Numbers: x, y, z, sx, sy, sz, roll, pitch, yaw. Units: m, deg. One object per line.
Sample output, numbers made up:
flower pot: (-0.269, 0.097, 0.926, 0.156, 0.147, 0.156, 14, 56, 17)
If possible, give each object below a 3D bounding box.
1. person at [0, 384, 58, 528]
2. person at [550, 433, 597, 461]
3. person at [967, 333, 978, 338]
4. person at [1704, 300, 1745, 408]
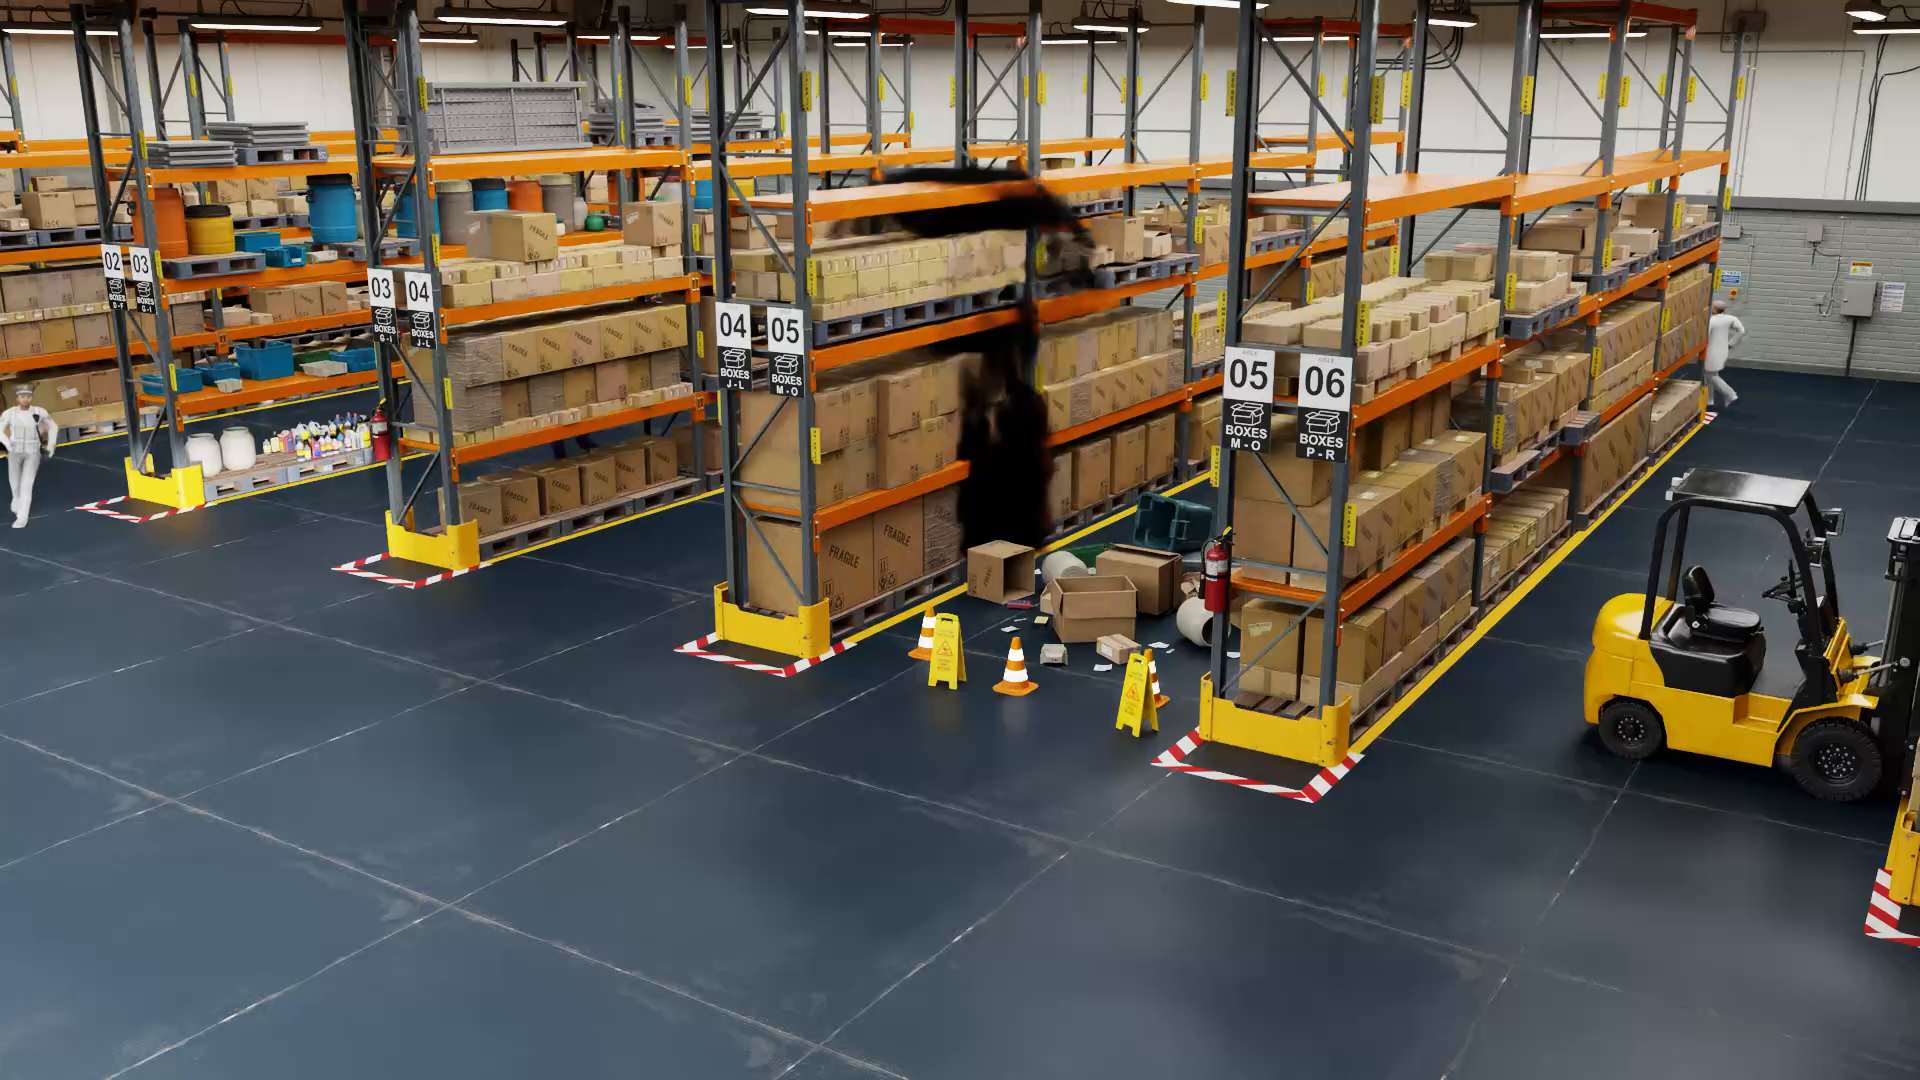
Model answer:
person: (-11.128, -1.044, 19.854, 0.671, 1.650, 0.883, -6, 17, -21)
person: (-5.106, -1.610, 22.024, 0.627, 1.683, 0.862, 11, 19, 33)
person: (0.200, -2.026, 22.542, 0.559, 1.580, 0.619, 9, 18, 29)
person: (12.052, -2.936, 26.525, 0.726, 1.778, 0.900, -6, 17, -21)
